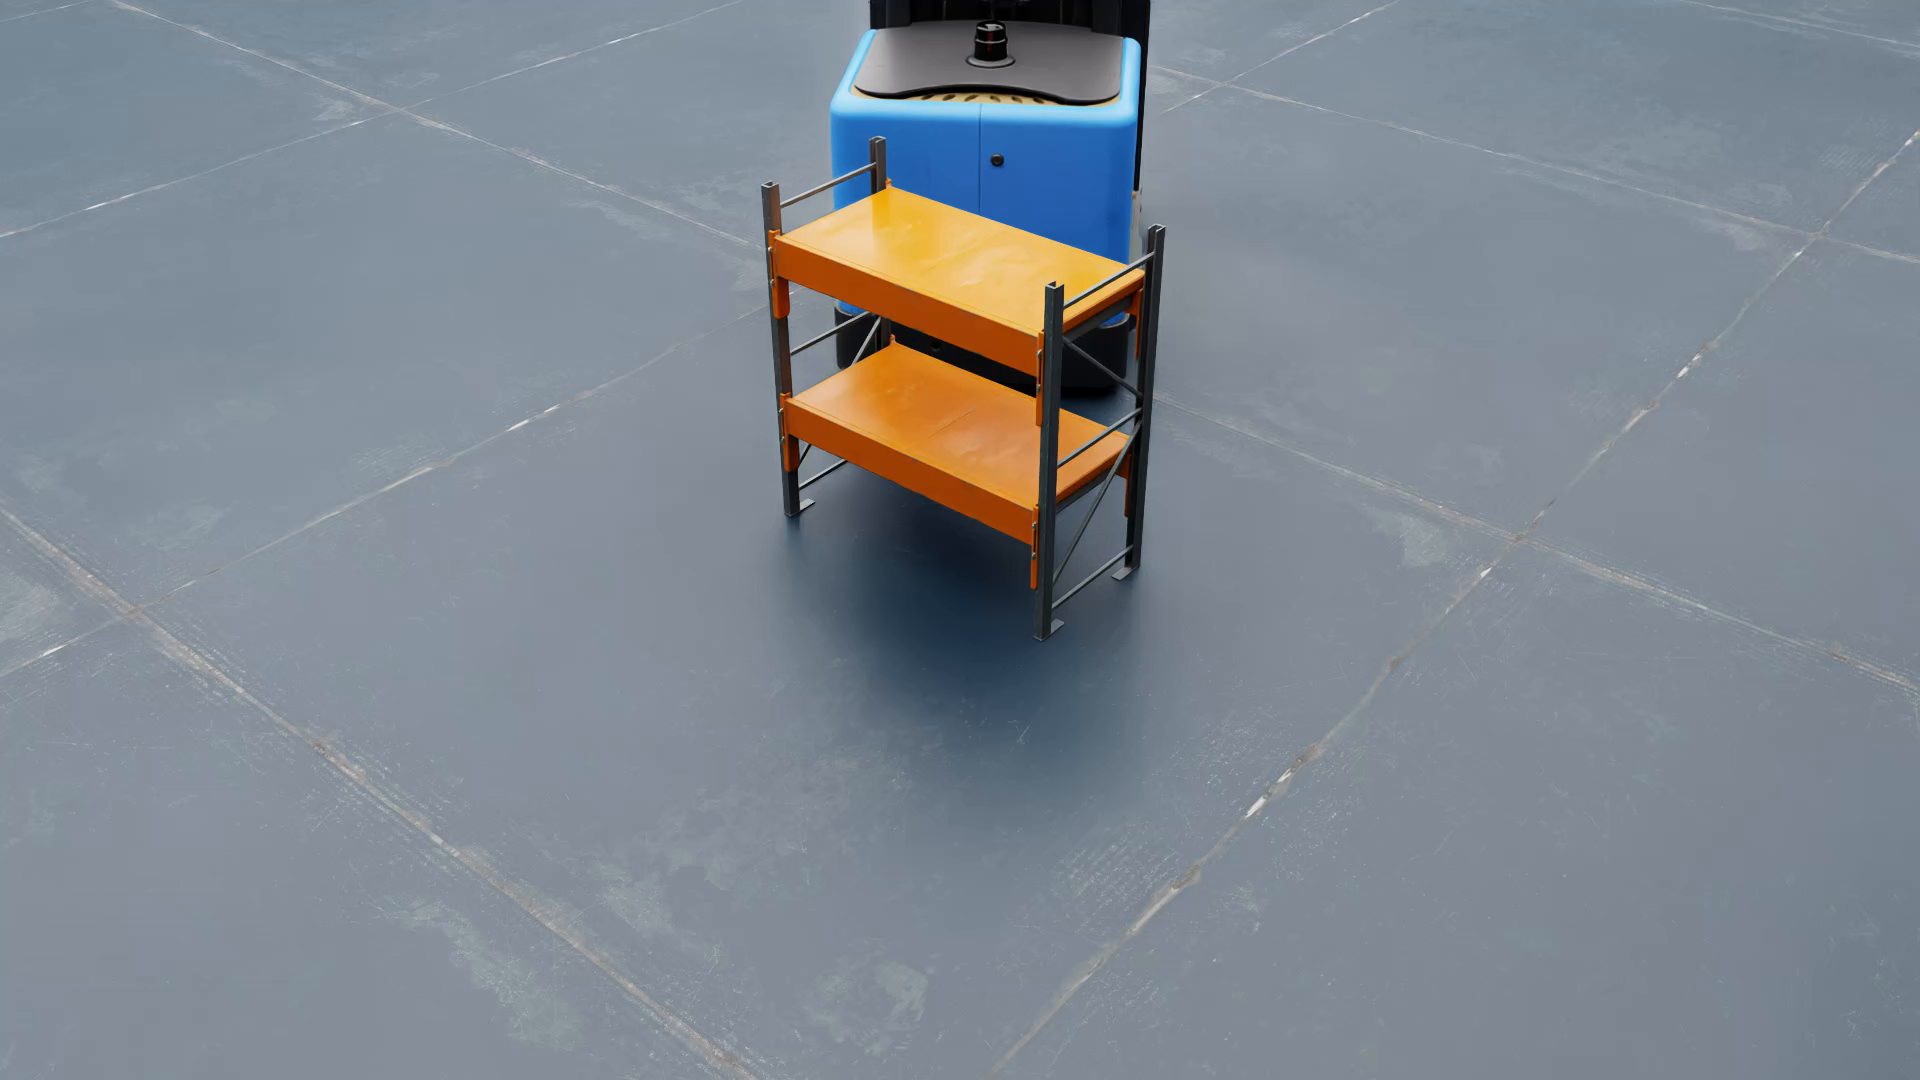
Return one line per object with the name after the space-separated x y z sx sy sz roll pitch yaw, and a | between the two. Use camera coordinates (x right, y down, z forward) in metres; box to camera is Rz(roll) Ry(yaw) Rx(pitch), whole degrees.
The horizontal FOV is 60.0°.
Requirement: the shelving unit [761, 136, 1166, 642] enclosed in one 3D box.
-0.005 -0.466 4.935 1.048 1.125 0.538 25 42 32 | shelving unit

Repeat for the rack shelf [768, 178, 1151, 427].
-0.005 -0.707 4.769 1.000 0.278 0.538 25 42 32 | rack shelf

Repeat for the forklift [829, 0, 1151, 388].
0.219 -2.564 6.395 1.130 2.935 3.031 3 35 5 | forklift

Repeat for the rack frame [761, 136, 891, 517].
-0.396 -0.650 5.203 0.032 1.125 0.500 25 42 32 | rack frame

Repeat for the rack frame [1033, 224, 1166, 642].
0.385 -0.282 4.667 0.032 1.125 0.500 25 42 32 | rack frame

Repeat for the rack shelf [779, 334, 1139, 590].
-0.005 -0.265 5.074 1.000 0.278 0.538 25 42 32 | rack shelf
